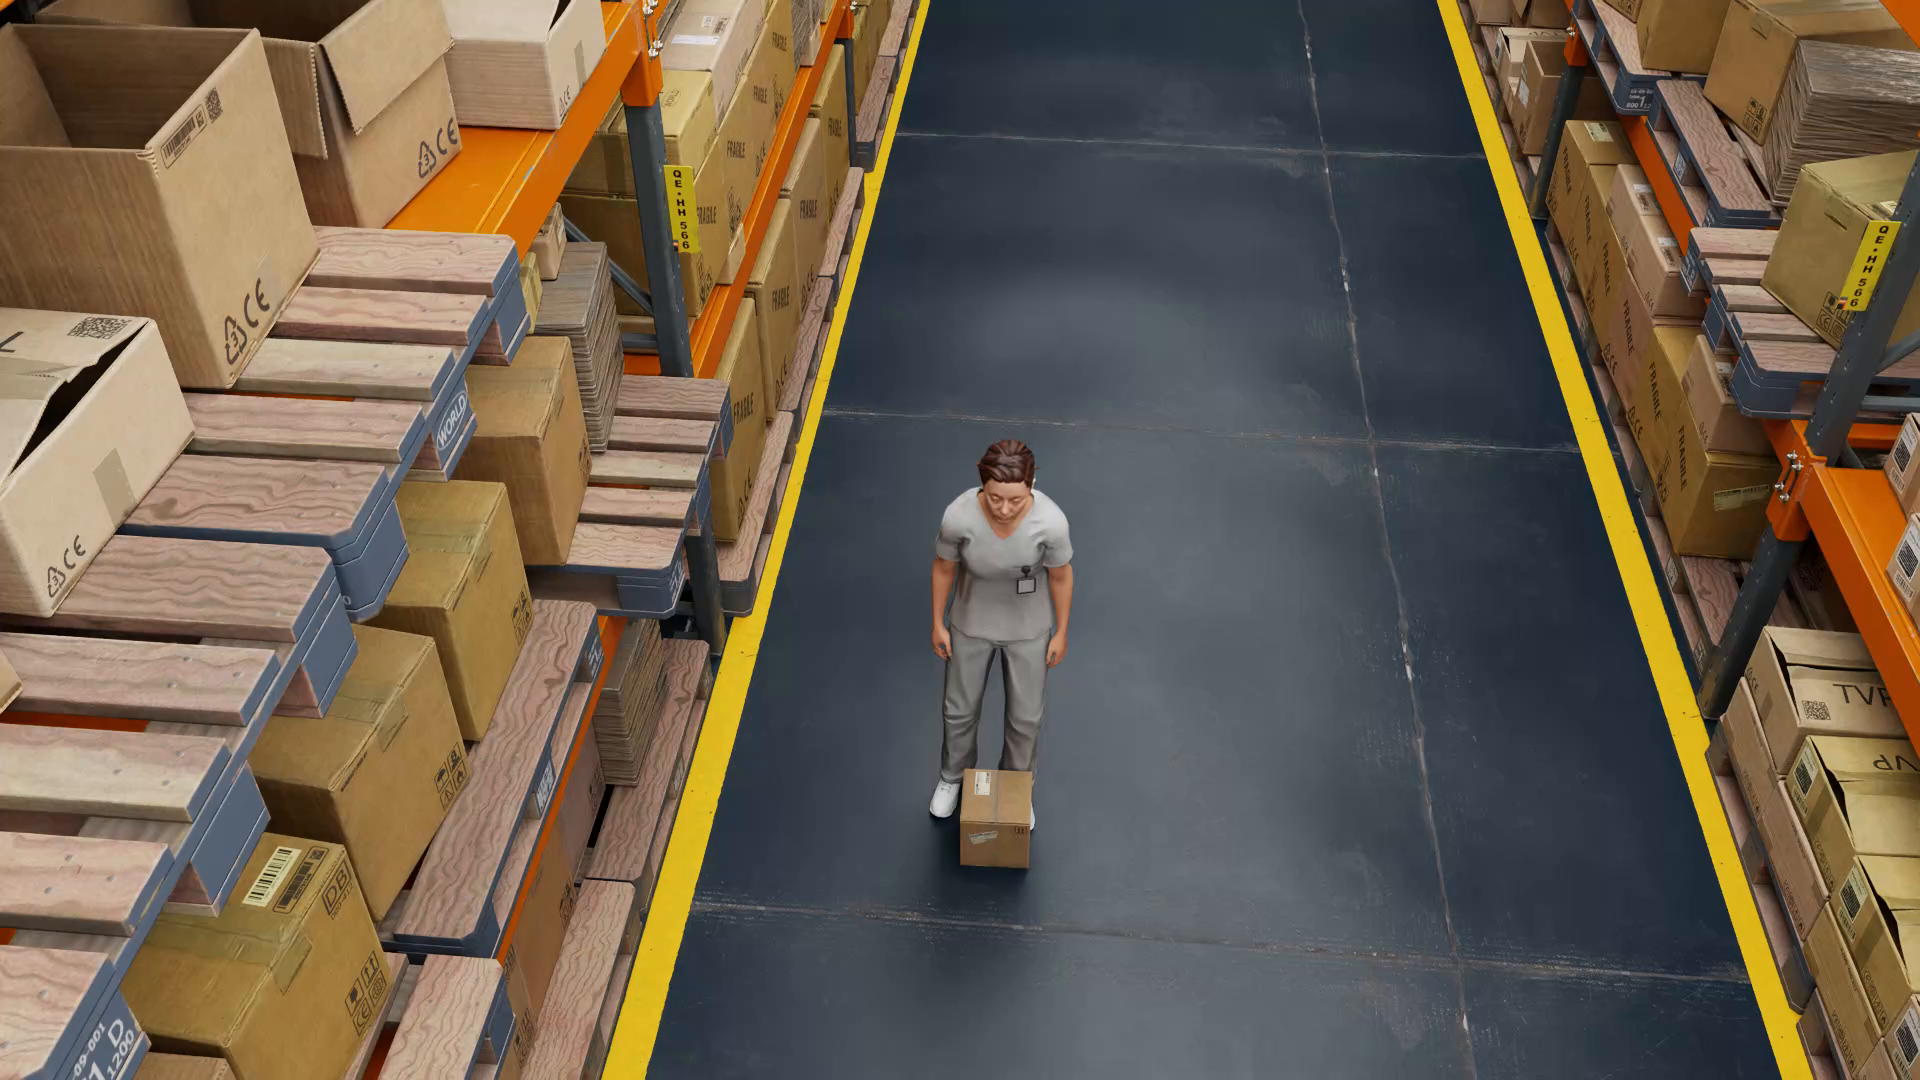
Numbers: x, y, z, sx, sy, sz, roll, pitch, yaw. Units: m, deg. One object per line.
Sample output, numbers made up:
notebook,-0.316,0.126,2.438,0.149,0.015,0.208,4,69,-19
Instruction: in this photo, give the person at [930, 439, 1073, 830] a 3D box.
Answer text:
person,0.138,0.327,5.770,0.486,1.673,0.404,3,40,4
